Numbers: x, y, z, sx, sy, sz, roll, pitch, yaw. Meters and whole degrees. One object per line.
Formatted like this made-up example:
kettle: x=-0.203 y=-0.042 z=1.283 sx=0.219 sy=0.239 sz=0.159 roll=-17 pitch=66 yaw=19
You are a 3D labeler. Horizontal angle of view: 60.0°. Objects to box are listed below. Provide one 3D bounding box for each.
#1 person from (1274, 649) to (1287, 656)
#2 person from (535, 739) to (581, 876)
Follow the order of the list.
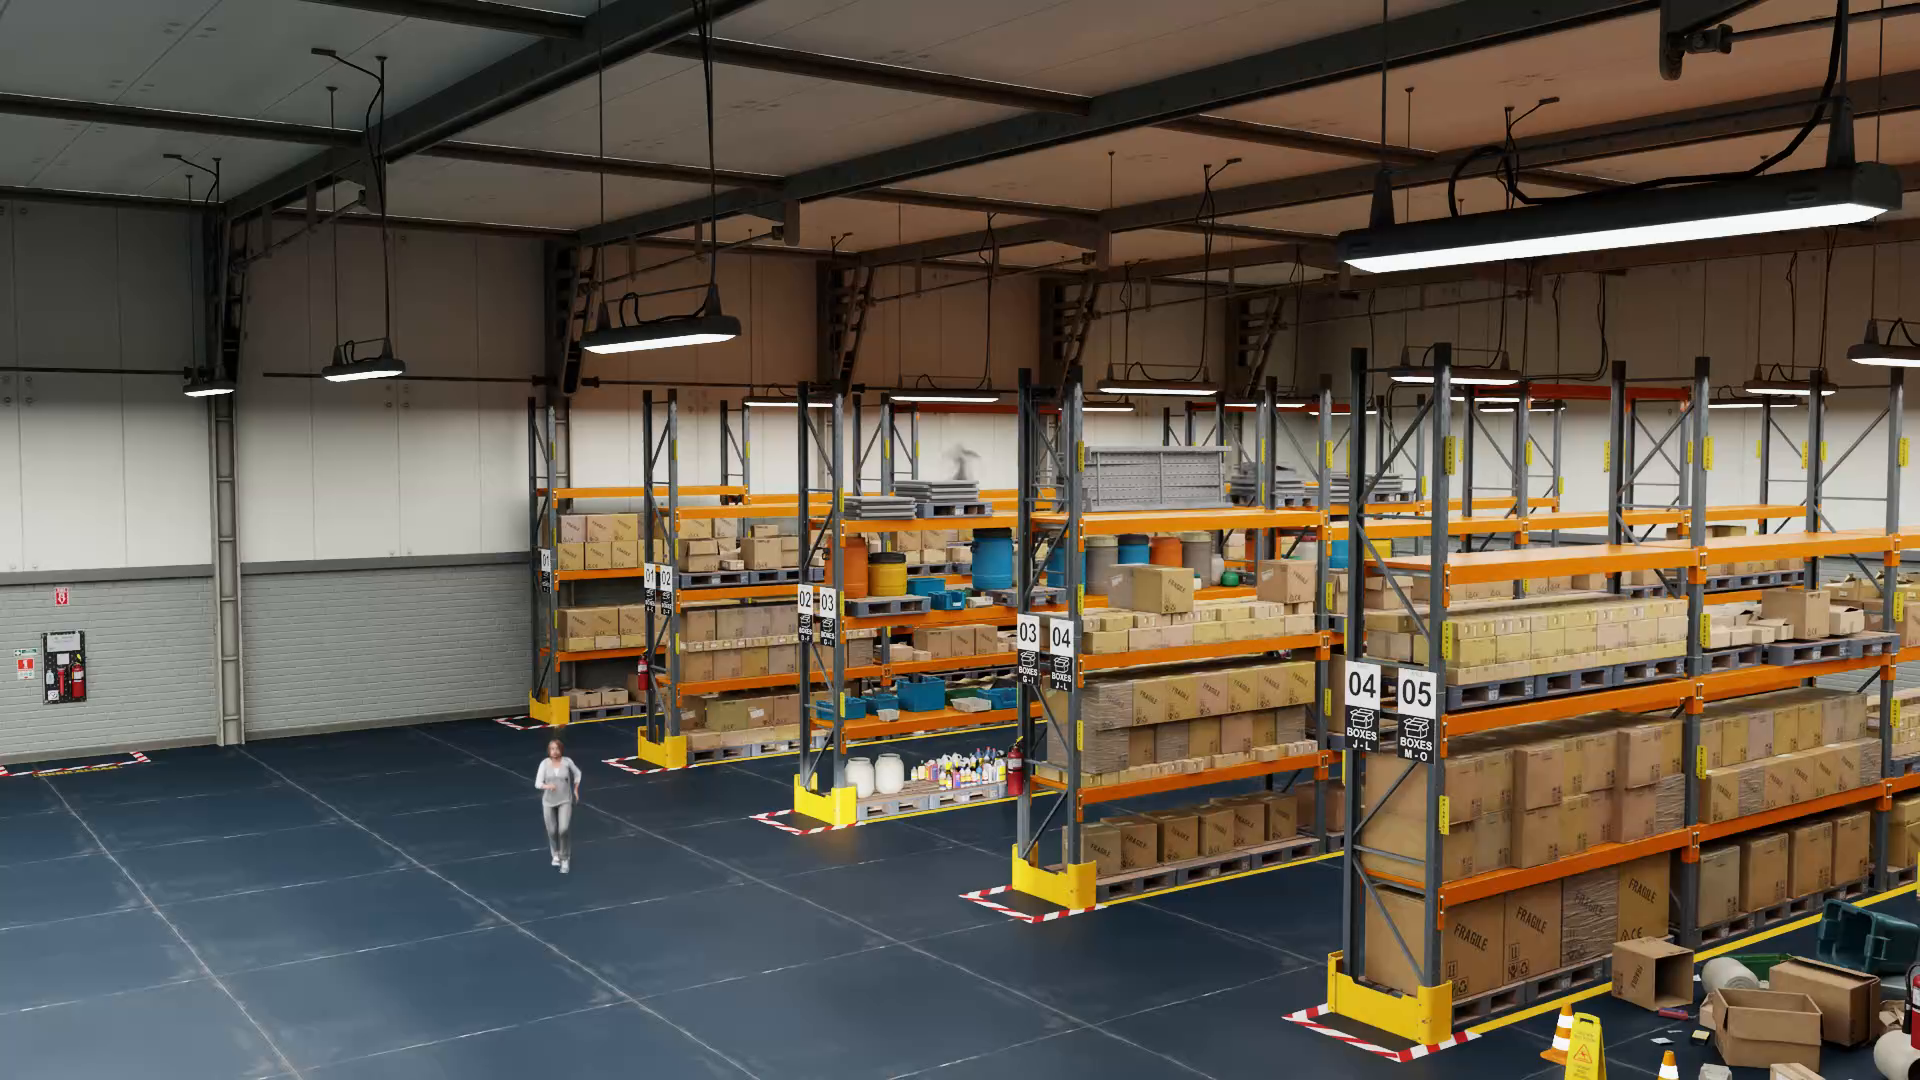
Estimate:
person: x=6.121 y=2.394 z=32.084 sx=0.672 sy=1.845 sz=0.766 roll=3 pitch=5 yaw=44
person: x=-4.813 y=3.188 z=19.904 sx=0.507 sy=1.621 sz=0.682 roll=0 pitch=3 yaw=-7
